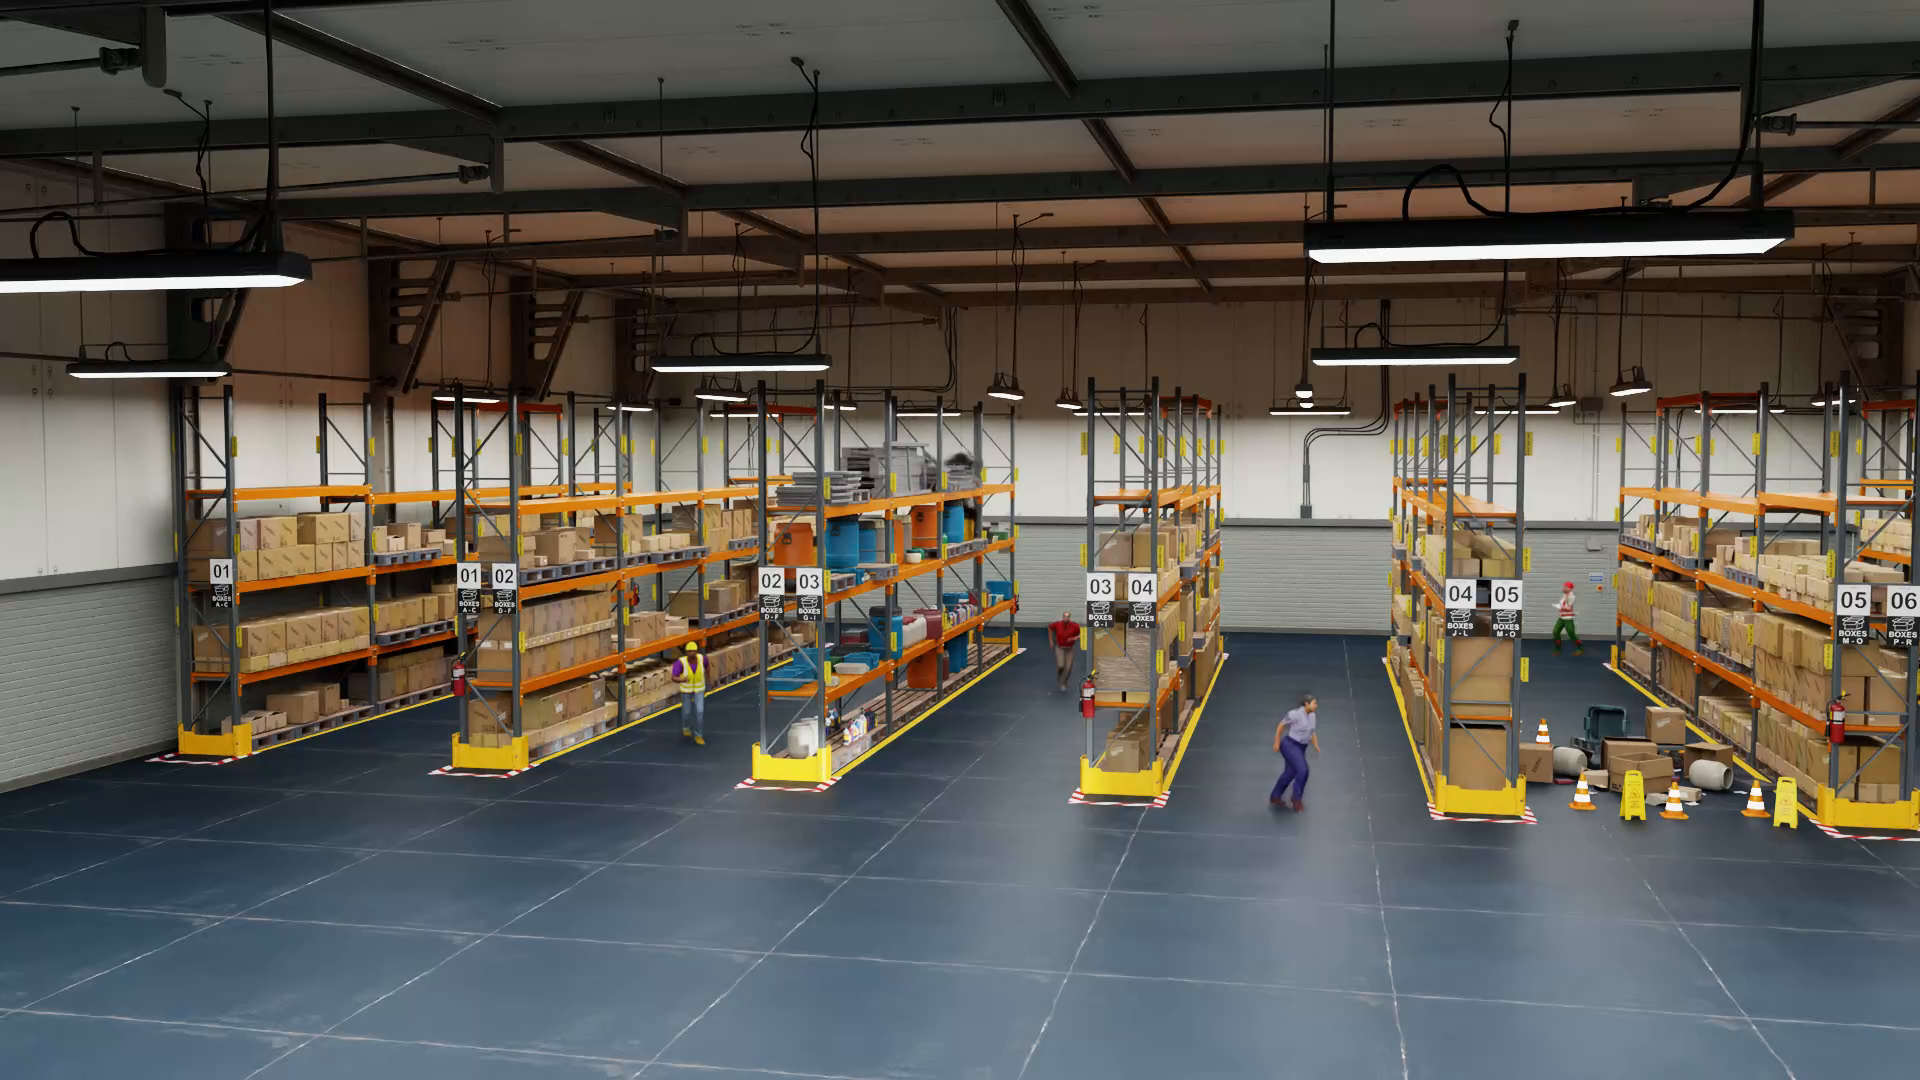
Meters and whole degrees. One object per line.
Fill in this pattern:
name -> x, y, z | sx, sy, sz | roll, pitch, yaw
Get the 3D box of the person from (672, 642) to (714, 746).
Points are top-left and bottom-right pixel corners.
person -> -4.522, 2.560, 28.110 | 0.722, 1.732, 0.980 | -1, 3, -15

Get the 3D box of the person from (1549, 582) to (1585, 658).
person -> 14.364, 1.901, 39.326 | 0.805, 1.847, 0.652 | 0, 3, -3

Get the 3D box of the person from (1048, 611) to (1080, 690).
person -> 2.155, 2.277, 34.063 | 0.628, 1.654, 0.719 | 0, 3, -6

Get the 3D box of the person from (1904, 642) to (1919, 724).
person -> 16.308, 2.566, 28.247 | 0.657, 1.699, 0.905 | 0, 3, 3

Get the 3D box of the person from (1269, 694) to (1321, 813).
person -> 4.654, 2.917, 23.095 | 0.710, 1.602, 0.553 | 3, 4, 44
